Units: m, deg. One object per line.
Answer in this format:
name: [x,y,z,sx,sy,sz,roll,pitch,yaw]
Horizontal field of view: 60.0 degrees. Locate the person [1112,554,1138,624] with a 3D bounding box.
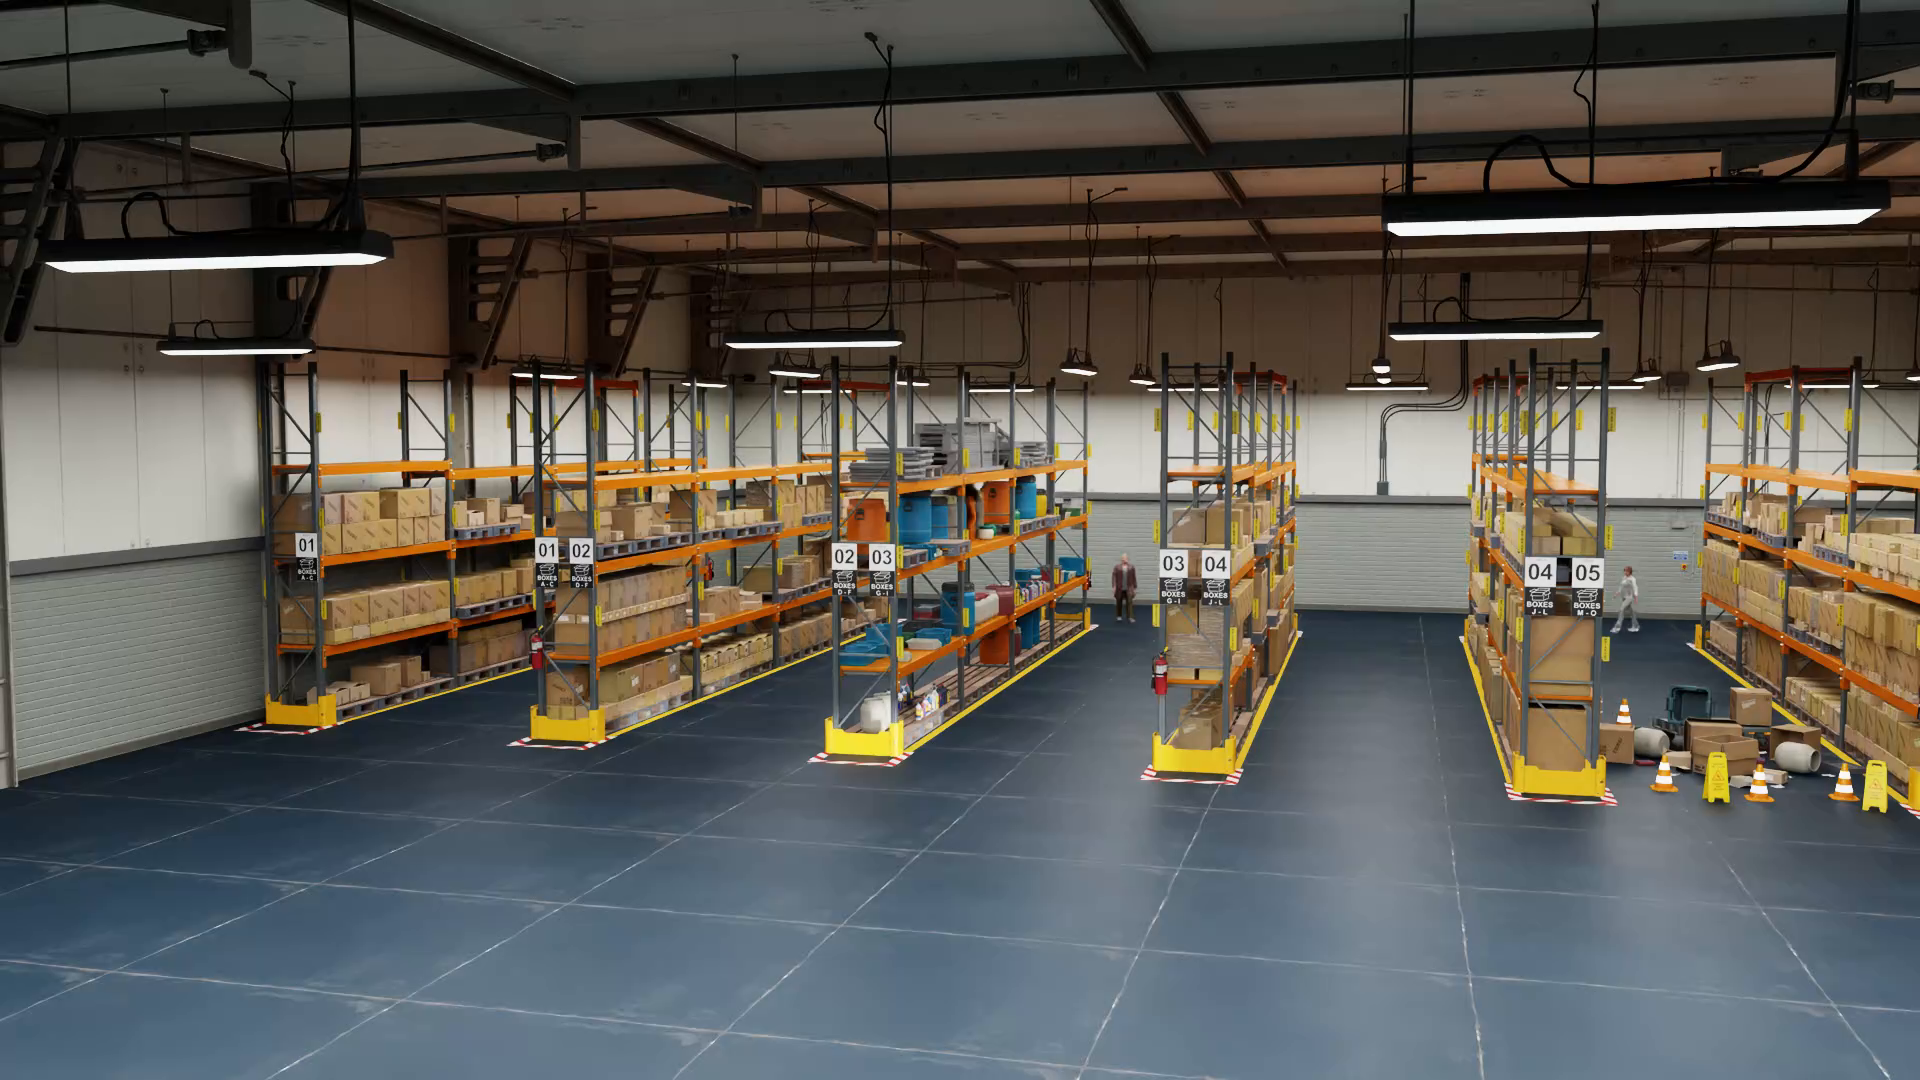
person: [4.108,1.230,41.364,0.673,1.662,1.134,0,4,-2]

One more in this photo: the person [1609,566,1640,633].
person: [15.837,1.458,39.648,0.811,1.474,0.393,0,4,-4]
